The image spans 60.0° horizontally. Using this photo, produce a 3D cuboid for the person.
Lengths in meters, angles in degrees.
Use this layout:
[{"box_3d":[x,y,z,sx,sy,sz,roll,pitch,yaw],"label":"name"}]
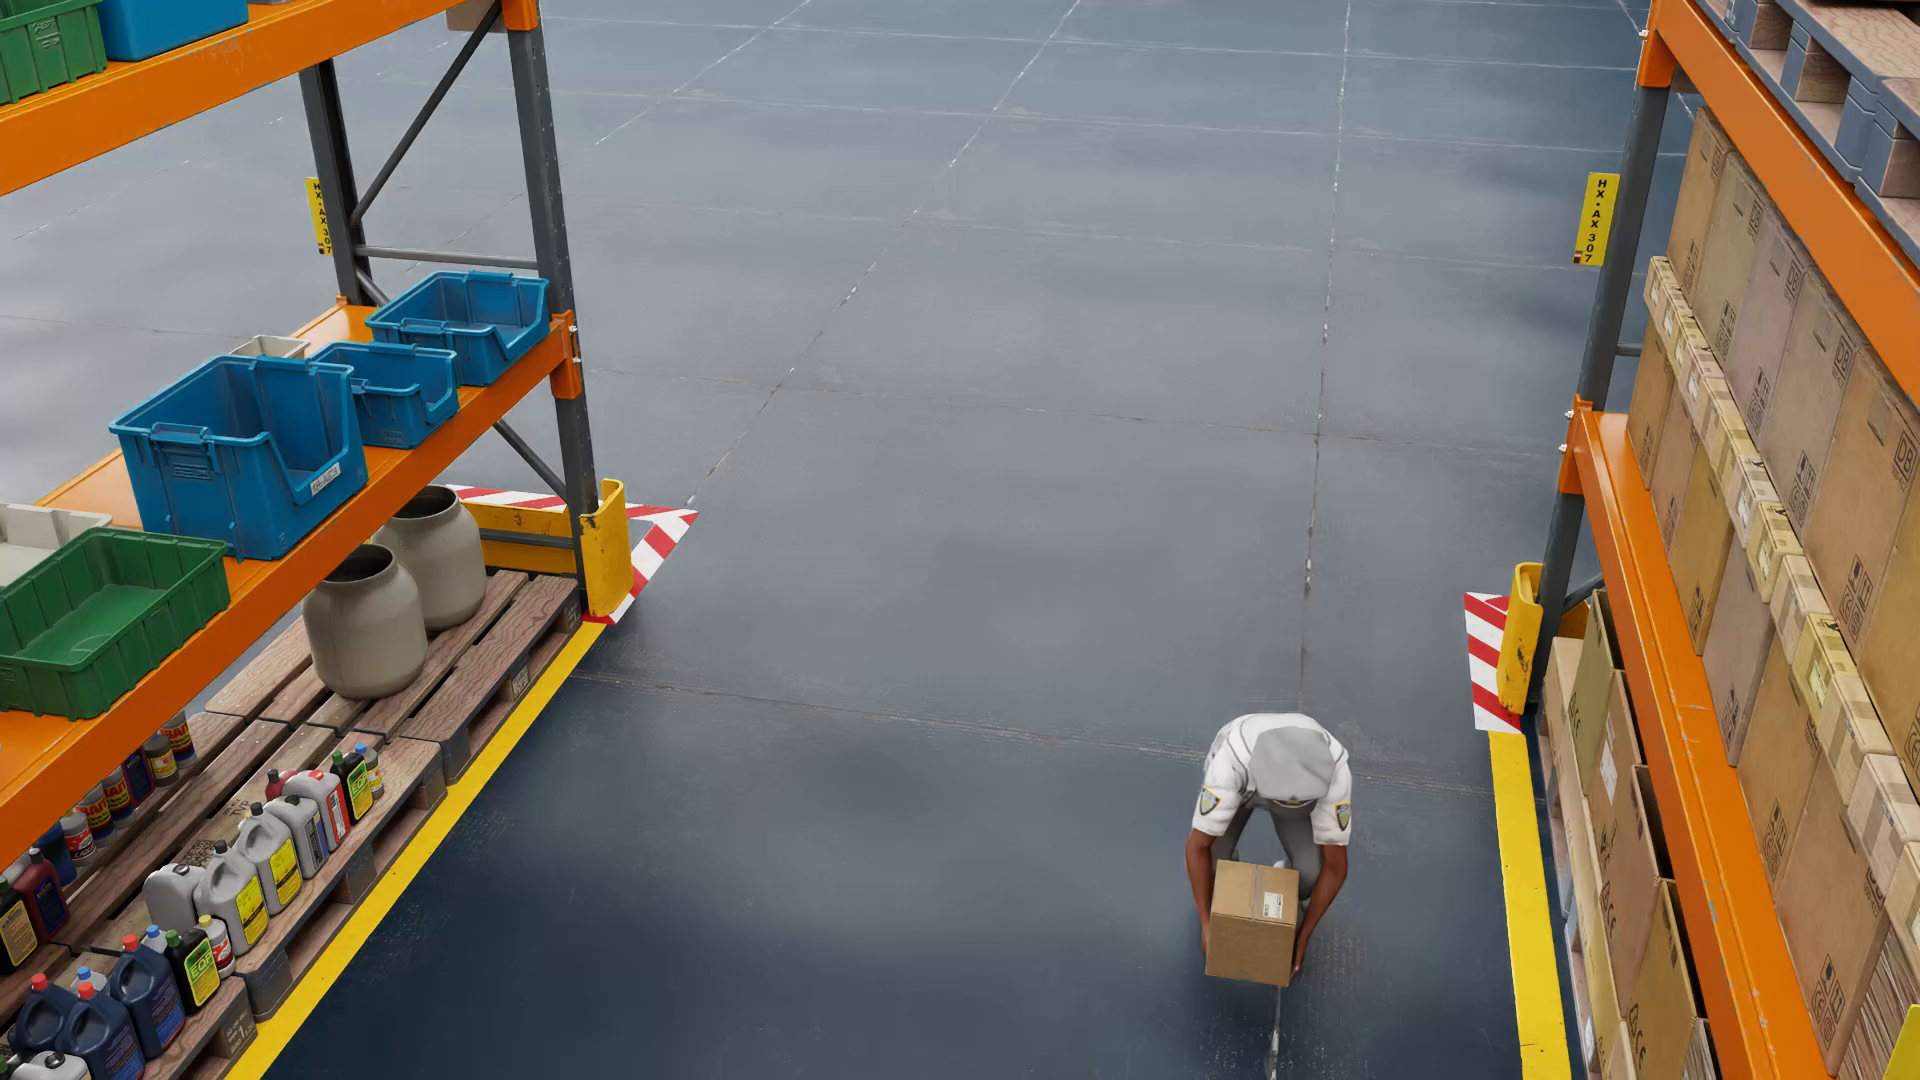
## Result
[{"box_3d":[0.985,0.876,5.295,0.499,0.946,0.848,6,30,11],"label":"person"}]
